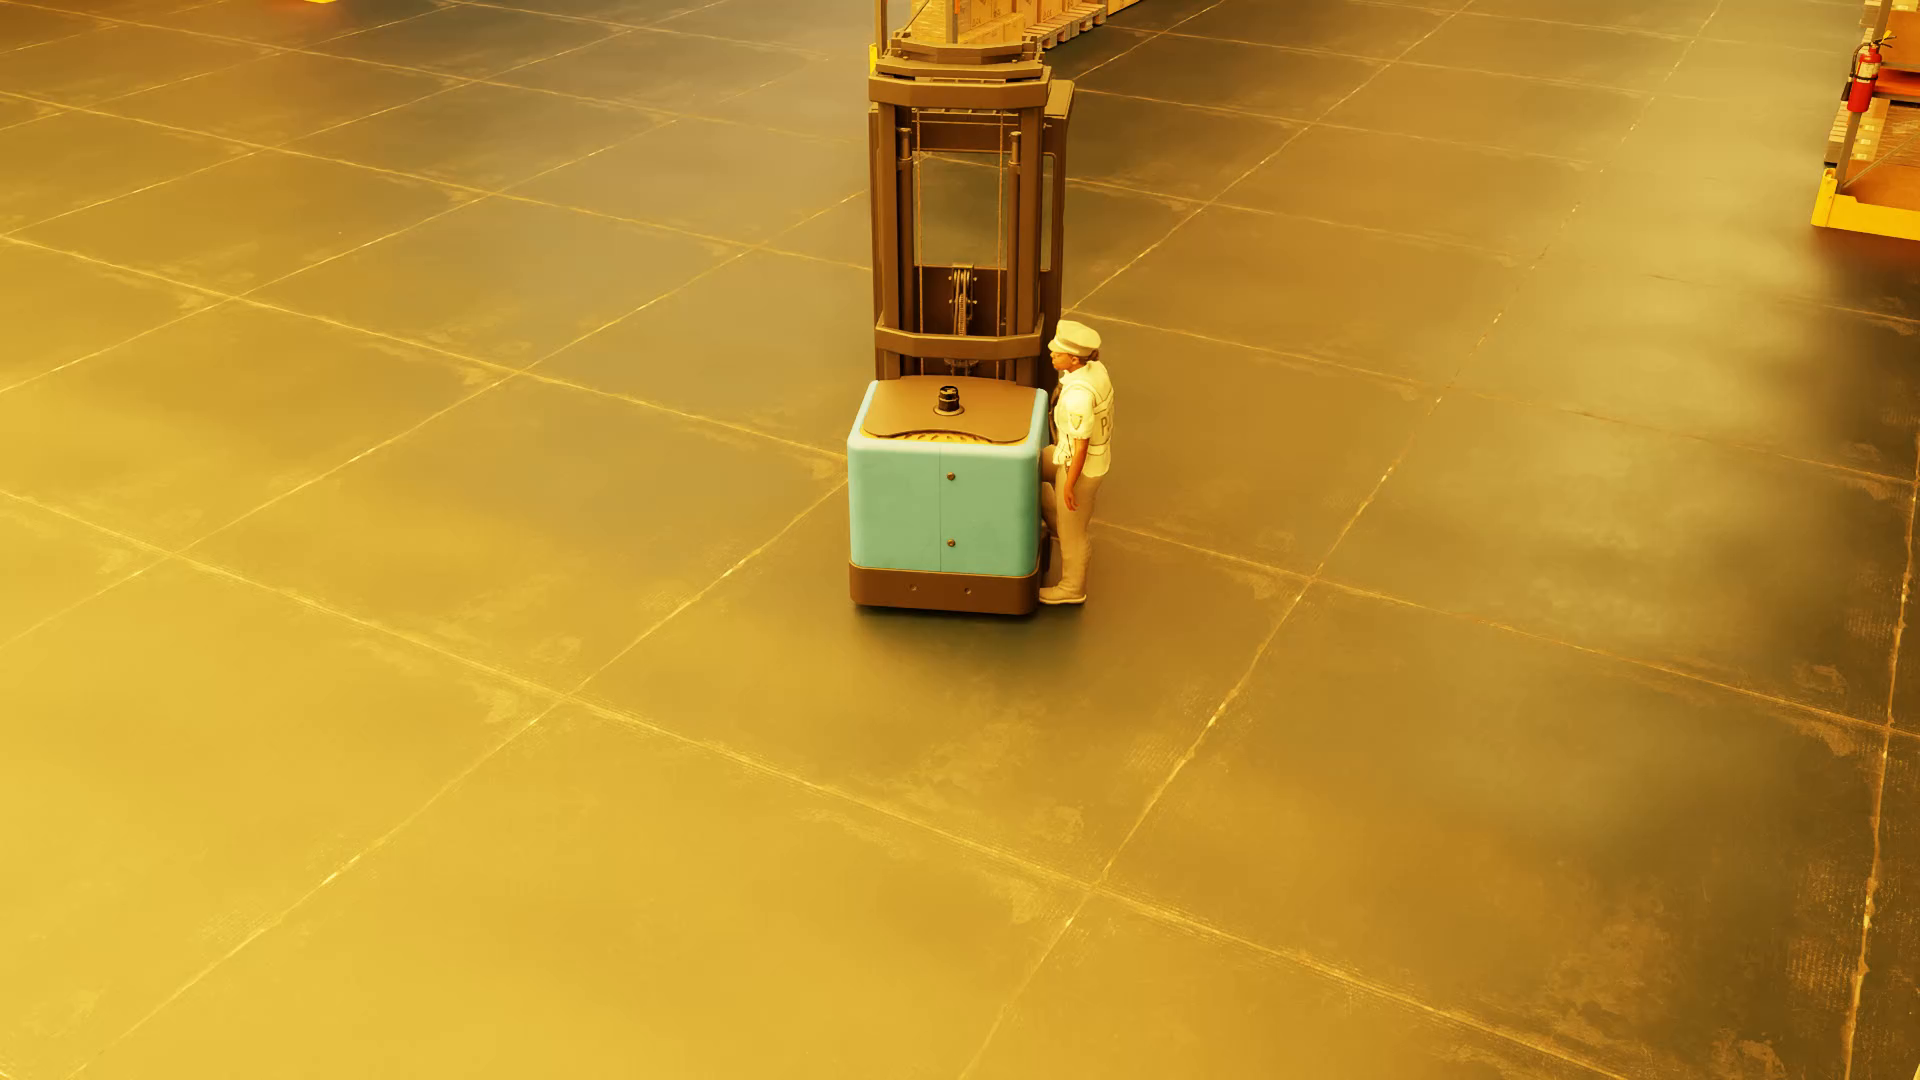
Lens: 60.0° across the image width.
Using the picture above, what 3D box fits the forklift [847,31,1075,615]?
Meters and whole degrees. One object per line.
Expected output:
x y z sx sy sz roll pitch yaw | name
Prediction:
0.072 -1.572 9.794 1.130 2.935 3.031 3 30 6 | forklift

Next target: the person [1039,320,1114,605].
0.535 -0.418 9.030 0.567 1.685 0.573 7 31 13 | person
